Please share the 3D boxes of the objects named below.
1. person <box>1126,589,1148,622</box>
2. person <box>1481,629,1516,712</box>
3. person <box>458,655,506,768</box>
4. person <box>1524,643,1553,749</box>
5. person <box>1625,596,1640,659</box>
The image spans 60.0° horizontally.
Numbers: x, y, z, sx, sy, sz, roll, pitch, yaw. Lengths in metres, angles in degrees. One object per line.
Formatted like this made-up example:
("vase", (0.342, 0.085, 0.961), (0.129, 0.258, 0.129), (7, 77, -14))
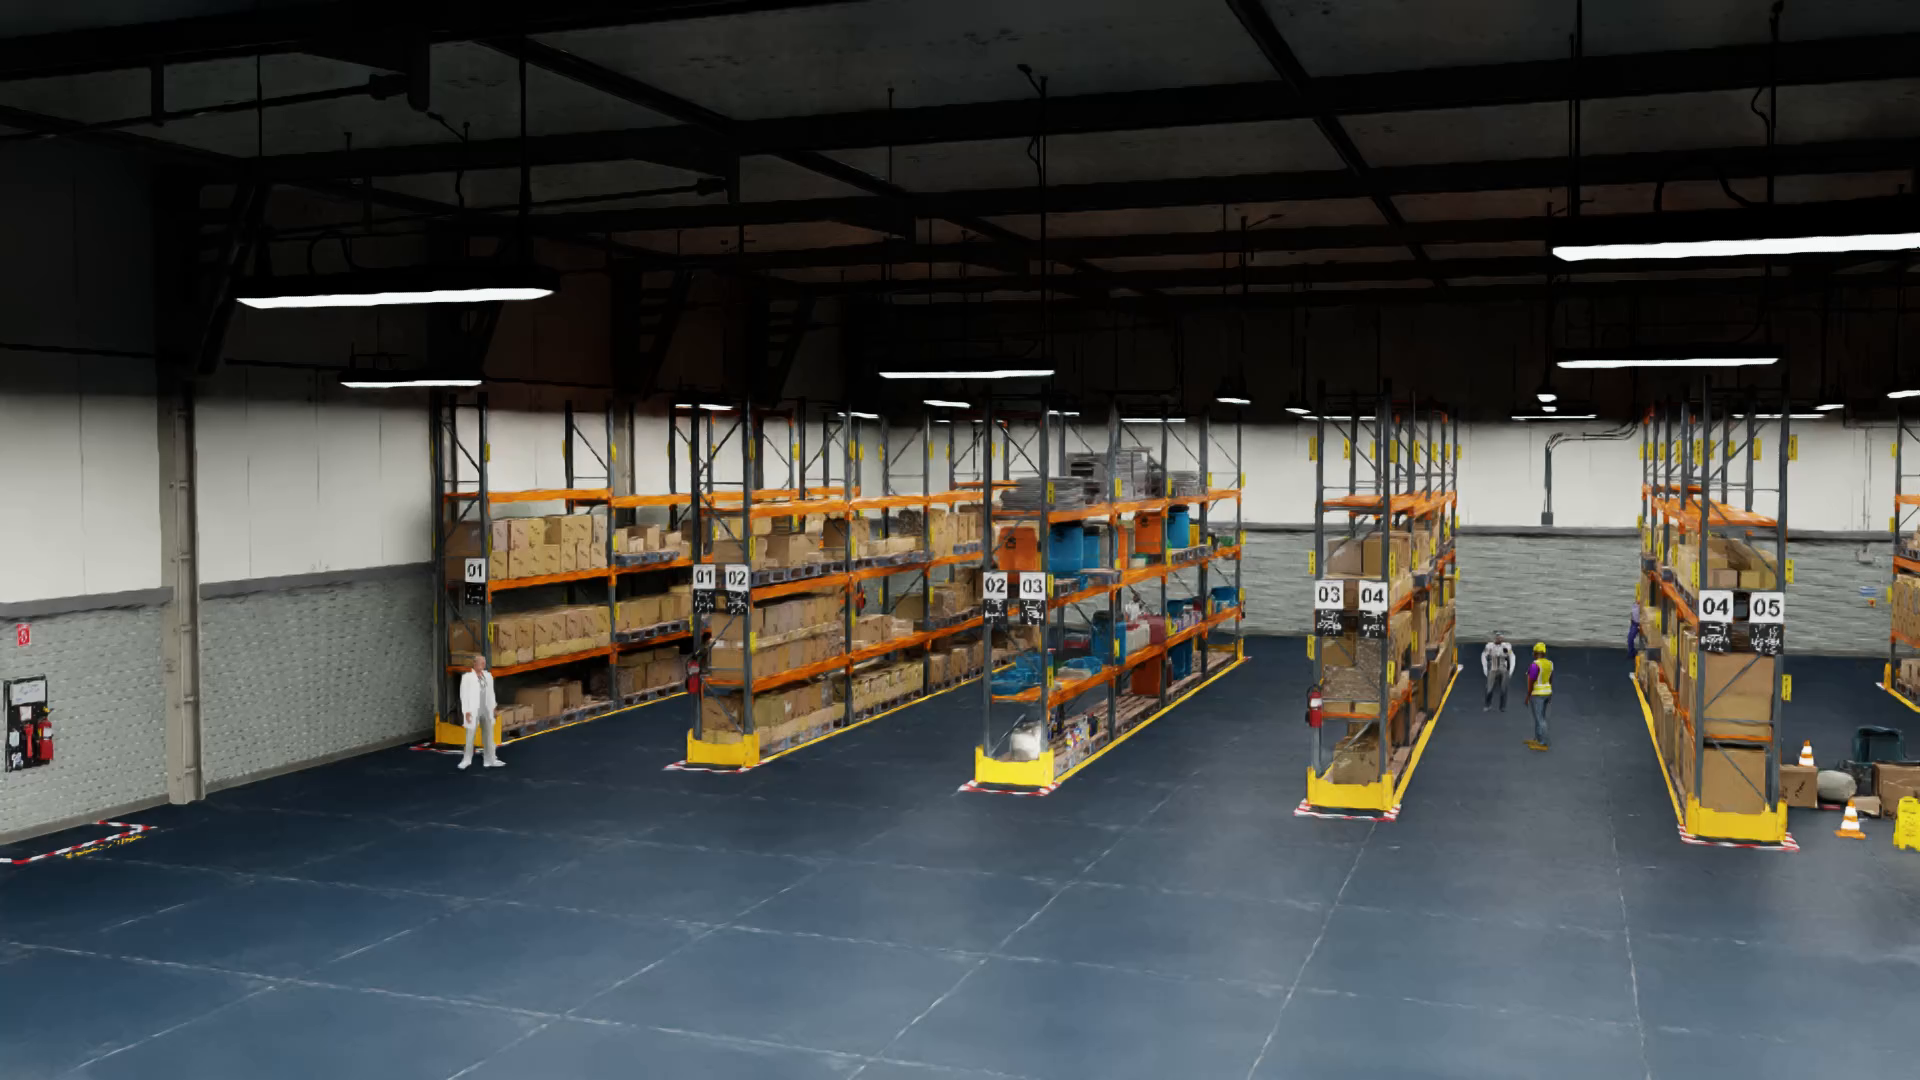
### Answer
("person", (4.255, 2.011, 40.141), (0.542, 1.675, 1.126), (1, 3, 22))
("person", (10.310, 2.497, 31.869), (0.639, 1.632, 0.512), (1, 3, 18))
("person", (-7.609, 2.706, 26.267), (0.677, 1.779, 0.526), (-3, 4, -43))
("person", (9.754, 2.611, 28.090), (0.661, 1.762, 0.545), (-3, 4, -41))
("person", (16.434, 2.079, 40.097), (0.534, 1.569, 0.935), (3, 4, 41))
